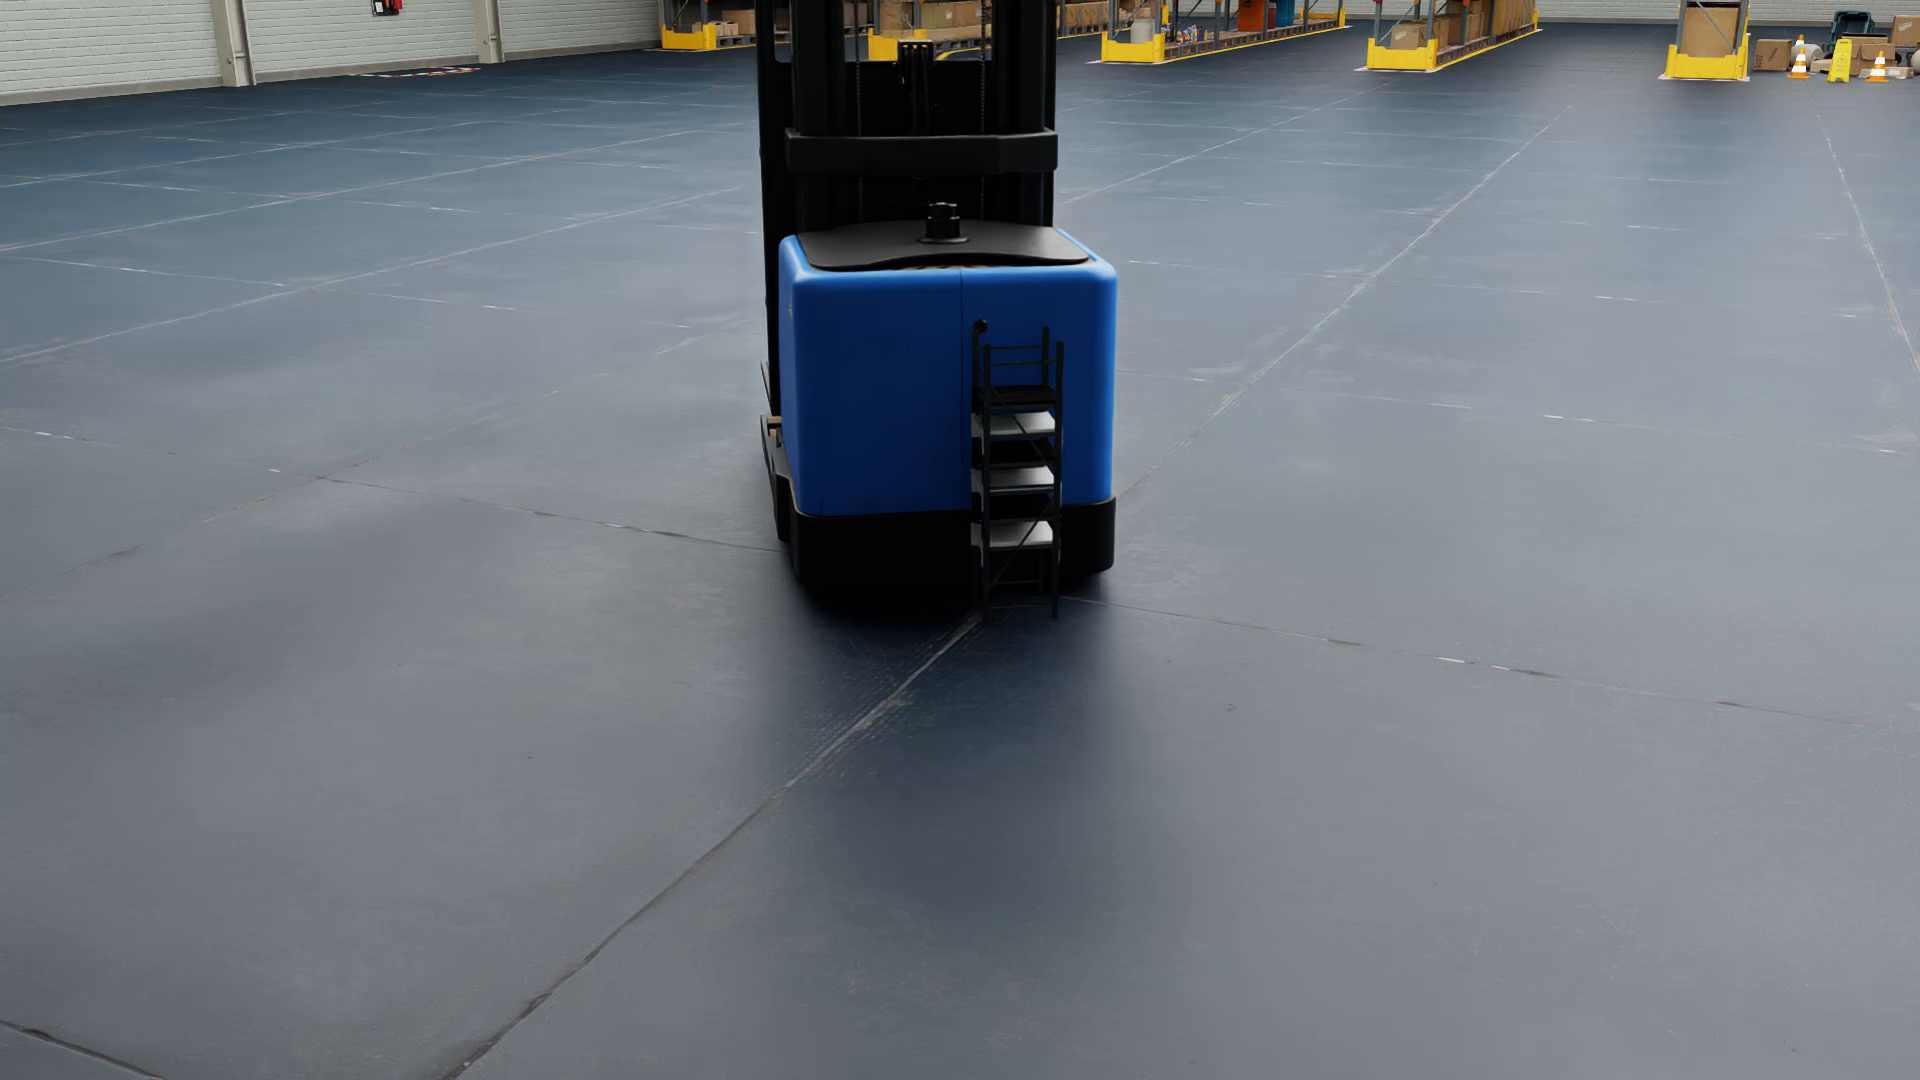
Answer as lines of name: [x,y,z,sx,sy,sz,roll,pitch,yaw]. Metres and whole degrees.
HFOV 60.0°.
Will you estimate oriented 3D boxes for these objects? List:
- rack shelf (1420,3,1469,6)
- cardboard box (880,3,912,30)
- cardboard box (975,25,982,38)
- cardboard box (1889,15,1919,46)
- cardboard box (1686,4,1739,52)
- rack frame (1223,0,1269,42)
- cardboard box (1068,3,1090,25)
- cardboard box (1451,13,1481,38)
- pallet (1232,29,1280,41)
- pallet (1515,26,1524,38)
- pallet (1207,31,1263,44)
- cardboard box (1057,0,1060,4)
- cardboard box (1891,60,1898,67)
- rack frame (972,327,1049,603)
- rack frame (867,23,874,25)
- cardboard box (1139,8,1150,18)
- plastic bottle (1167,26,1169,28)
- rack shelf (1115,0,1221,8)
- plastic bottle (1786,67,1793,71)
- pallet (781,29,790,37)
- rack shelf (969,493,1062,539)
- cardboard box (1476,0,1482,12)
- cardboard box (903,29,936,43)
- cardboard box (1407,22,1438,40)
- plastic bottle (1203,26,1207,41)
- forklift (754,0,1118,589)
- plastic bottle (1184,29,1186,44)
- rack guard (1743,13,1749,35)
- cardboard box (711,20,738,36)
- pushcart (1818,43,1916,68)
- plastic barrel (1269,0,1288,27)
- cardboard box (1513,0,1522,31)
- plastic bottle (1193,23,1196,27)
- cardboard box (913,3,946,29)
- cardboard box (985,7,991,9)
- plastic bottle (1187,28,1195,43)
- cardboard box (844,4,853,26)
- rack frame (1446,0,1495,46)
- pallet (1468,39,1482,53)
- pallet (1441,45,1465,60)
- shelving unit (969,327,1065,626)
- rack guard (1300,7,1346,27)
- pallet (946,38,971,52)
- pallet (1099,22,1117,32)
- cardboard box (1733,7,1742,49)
rack shelf: [10.249,-11.259,34.226,1.077,0.370,4.000,9,21,23]
cardboard box: [-1.296,-10.585,33.614,0.500,0.500,0.500,9,21,23]
cardboard box: [0.189,-10.926,35.693,0.500,0.250,0.500,9,21,23]
cardboard box: [16.834,-9.041,29.516,0.500,0.500,0.500,9,21,23]
cardboard box: [12.851,-8.735,28.599,0.875,0.875,0.875,8,21,22]
rack frame: [6.549,-12.889,37.735,1.000,3.000,0.127,9,21,23]
cardboard box: [2.898,-13.013,41.157,0.500,0.500,0.500,8,21,22]
cardboard box: [10.596,-10.860,35.104,0.700,0.500,0.500,7,21,18]
pallet: [6.834,-11.822,38.896,1.003,0.211,1.213,9,21,23]
pallet: [13.088,-12.340,40.353,1.003,0.211,1.213,9,21,23]
pallet: [6.196,-11.344,37.552,1.003,0.211,1.213,9,21,23]
cardboard box: [2.219,-13.289,40.814,0.500,0.250,0.500,9,22,25]
cardboard box: [16.179,-8.384,29.149,0.258,0.266,0.396,-5,20,-15]
rack frame: [0.157,-0.228,5.266,0.240,0.900,0.006,-3,20,-9]
rack frame: [-2.489,-14.249,41.558,1.000,3.000,0.127,9,21,23]
cardboard box: [4.893,-14.441,45.546,0.500,0.250,0.500,9,21,23]
plastic bottle: [4.273,-10.451,34.287,0.152,0.276,0.135,9,22,25]
rack shelf: [4.092,-10.716,32.699,1.077,0.370,4.000,9,21,23]
plastic bottle: [14.474,-8.145,28.781,0.283,0.061,0.133,1,20,4]
pallet: [-3.810,-11.950,39.257,1.003,0.211,1.213,9,21,23]
rack shelf: [0.173,-0.078,5.213,0.258,0.077,0.200,-3,20,-9]
cardboard box: [10.821,-11.384,35.456,0.500,0.250,0.500,10,22,25]
cardboard box: [-0.822,-10.160,33.539,0.500,0.250,0.500,9,21,23]
cardboard box: [8.550,-9.349,30.885,0.500,0.500,0.500,11,22,28]
plastic bottle: [5.015,-10.402,34.138,0.061,0.283,0.133,10,22,25]
forklift: [-0.233,-1.681,6.321,1.130,2.935,3.031,-3,20,-9]
plastic bottle: [4.440,-9.982,32.975,0.097,0.271,0.097,0,20,0]
rack guard: [18.796,-12.743,41.054,1.175,0.500,0.348,9,21,23]
cardboard box: [-5.166,-11.117,36.108,0.500,0.311,0.500,11,22,27]
pushcart: [16.370,-8.689,29.839,1.648,0.377,0.936,1,20,4]
plastic barrel: [7.659,-12.941,40.385,0.600,0.901,0.708,9,21,23]
cardboard box: [12.462,-12.431,38.991,1.225,0.875,0.875,9,21,23]
plastic bottle: [4.779,-10.409,34.058,0.144,0.351,0.185,9,21,23]
cardboard box: [-0.619,-10.667,33.844,0.500,0.500,0.500,9,21,23]
cardboard box: [0.505,-11.837,37.416,0.500,0.311,0.500,9,22,24]
plastic bottle: [4.629,-10.148,33.434,0.152,0.276,0.135,9,21,24]
cardboard box: [-3.054,-12.910,40.866,0.700,0.500,0.500,9,21,23]
rack frame: [11.068,-12.210,35.824,1.000,3.000,0.127,9,21,23]
pallet: [10.245,-10.286,34.576,1.003,0.211,1.213,9,21,23]
pallet: [9.187,-9.463,32.262,1.003,0.211,1.213,9,21,23]
shelving unit: [0.173,-0.194,5.172,0.258,0.900,0.210,-3,20,-9]
rack guard: [9.823,-14.166,45.057,1.175,0.500,0.348,9,21,23]
pallet: [-0.469,-10.422,34.959,1.003,0.211,1.213,9,21,23]
pallet: [3.371,-13.225,42.842,1.003,0.211,1.213,9,21,23]
cardboard box: [14.085,-9.616,31.261,1.050,0.750,0.750,8,21,22]
